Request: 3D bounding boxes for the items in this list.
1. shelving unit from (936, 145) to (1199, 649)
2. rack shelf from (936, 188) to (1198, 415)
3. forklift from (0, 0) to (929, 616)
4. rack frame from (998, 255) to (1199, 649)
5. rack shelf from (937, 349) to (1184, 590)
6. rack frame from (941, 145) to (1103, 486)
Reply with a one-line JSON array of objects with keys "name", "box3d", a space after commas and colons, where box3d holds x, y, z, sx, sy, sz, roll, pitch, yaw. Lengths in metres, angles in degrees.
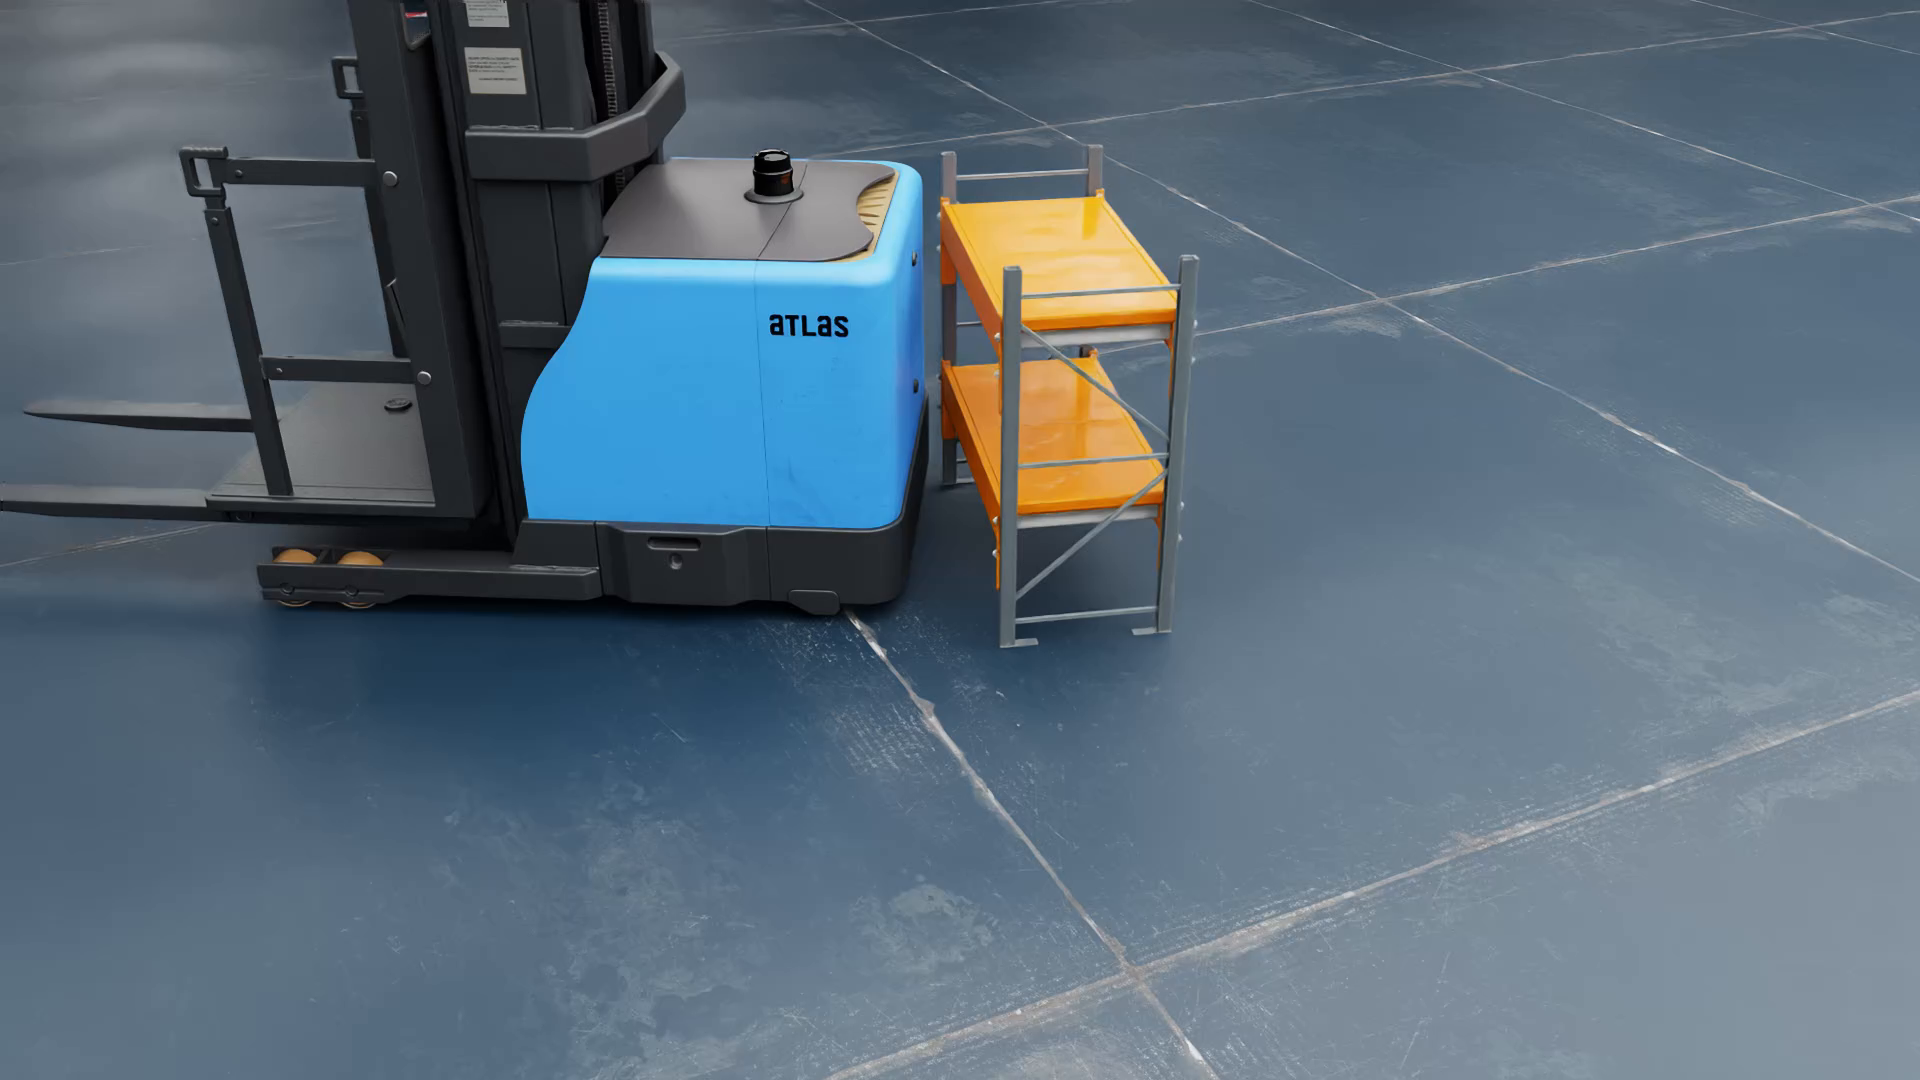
[{"name": "shelving unit", "box3d": [0.274, -0.455, 4.912, 0.538, 1.125, 1.048, -5, 30, -8]}, {"name": "rack shelf", "box3d": [0.274, -0.711, 4.769, 0.538, 0.278, 1.000, -5, 30, -8]}, {"name": "forklift", "box3d": [-1.644, -1.331, 4.627, 3.031, 2.935, 1.130, 2, 29, 3]}, {"name": "rack frame", "box3d": [0.358, -0.210, 4.475, 0.500, 1.125, 0.032, -5, 30, -8]}, {"name": "rack shelf", "box3d": [0.274, -0.242, 5.032, 0.538, 0.278, 1.000, -5, 30, -8]}, {"name": "rack frame", "box3d": [0.190, -0.701, 5.349, 0.500, 1.125, 0.032, -5, 30, -8]}]
